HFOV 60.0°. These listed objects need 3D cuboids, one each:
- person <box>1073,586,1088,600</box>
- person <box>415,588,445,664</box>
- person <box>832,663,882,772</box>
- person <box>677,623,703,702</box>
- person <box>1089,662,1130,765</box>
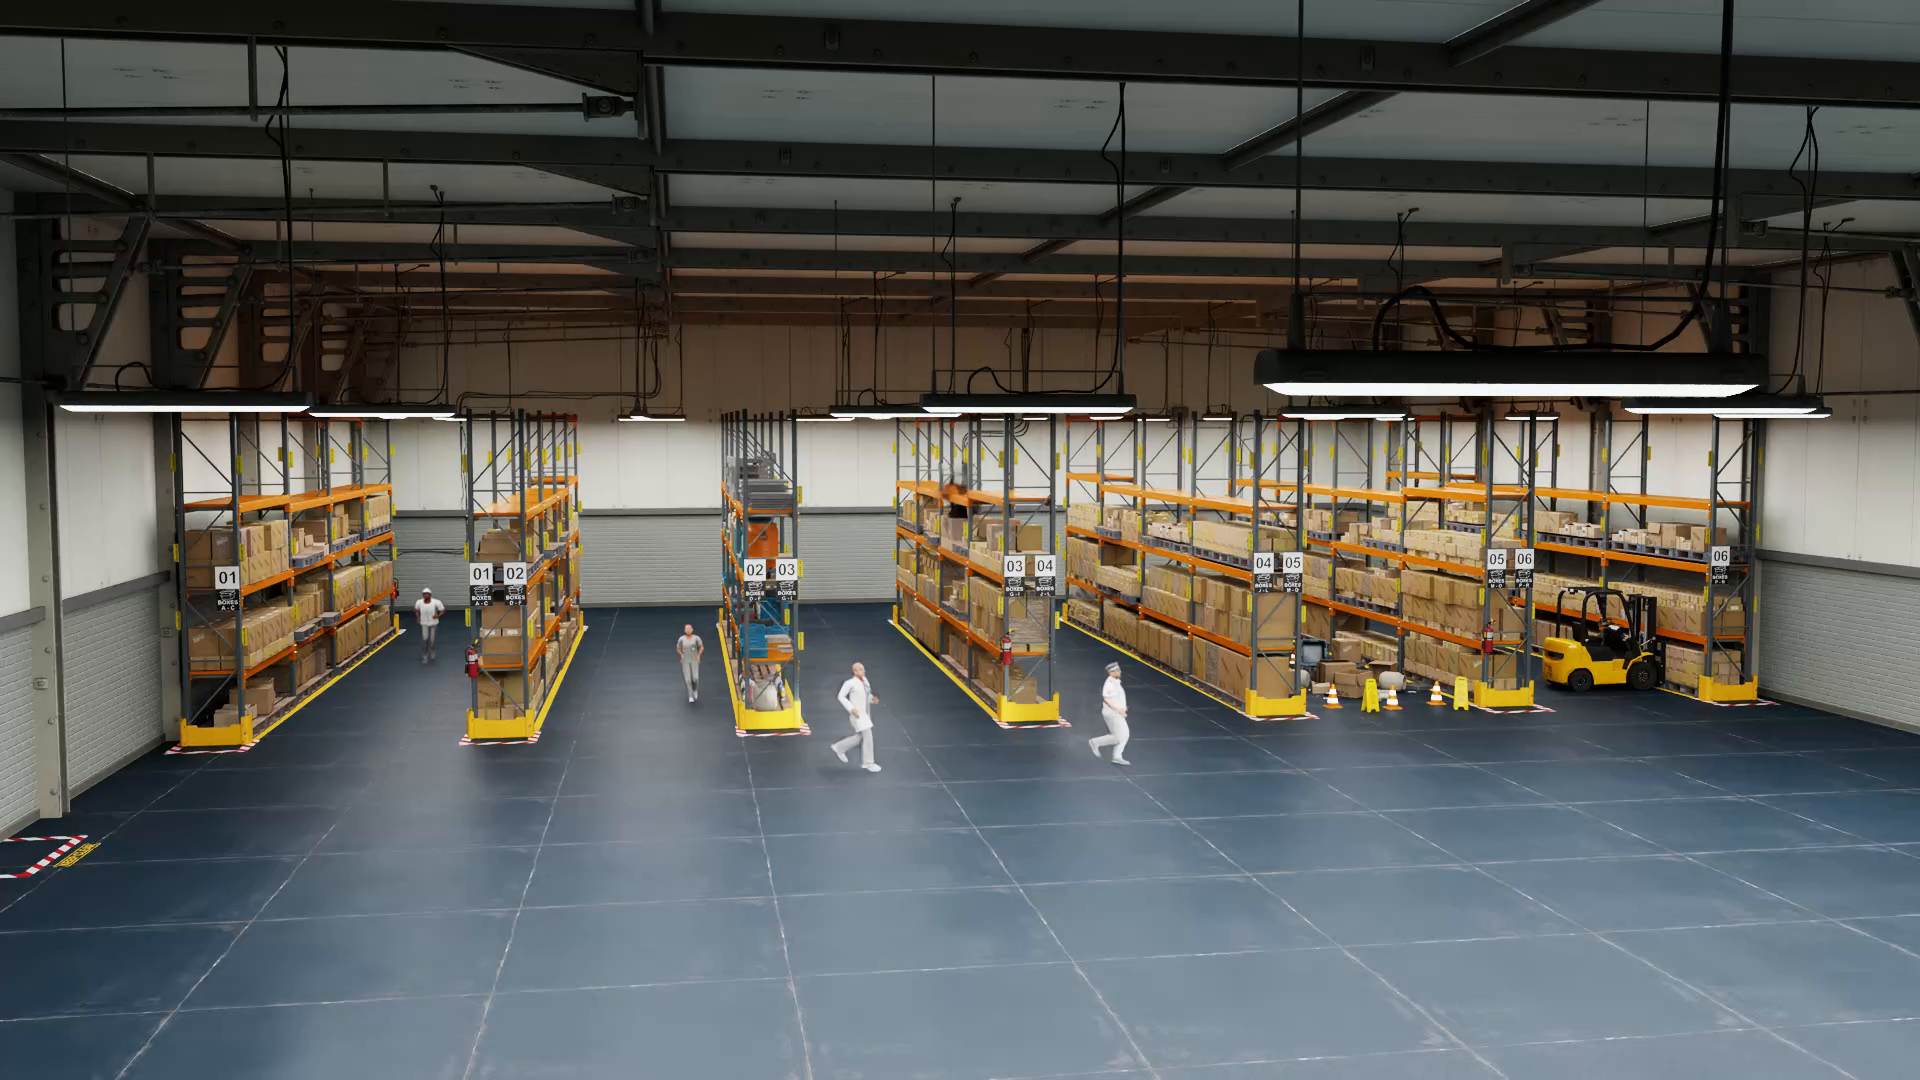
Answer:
[{"bbox_3d":[3.692,1.442,49.810,0.681,1.656,0.651,1,4,11],"label":"person"},{"bbox_3d":[-12.757,2.064,40.052,0.704,1.835,0.745,-1,4,-10],"label":"person"},{"bbox_3d":[-1.706,2.961,27.595,0.923,1.701,0.699,2,4,22],"label":"person"},{"bbox_3d":[-5.546,2.520,34.141,0.539,1.626,0.541,0,4,-6],"label":"person"},{"bbox_3d":[2.533,2.912,28.016,0.691,1.753,0.648,1,4,12],"label":"person"}]
